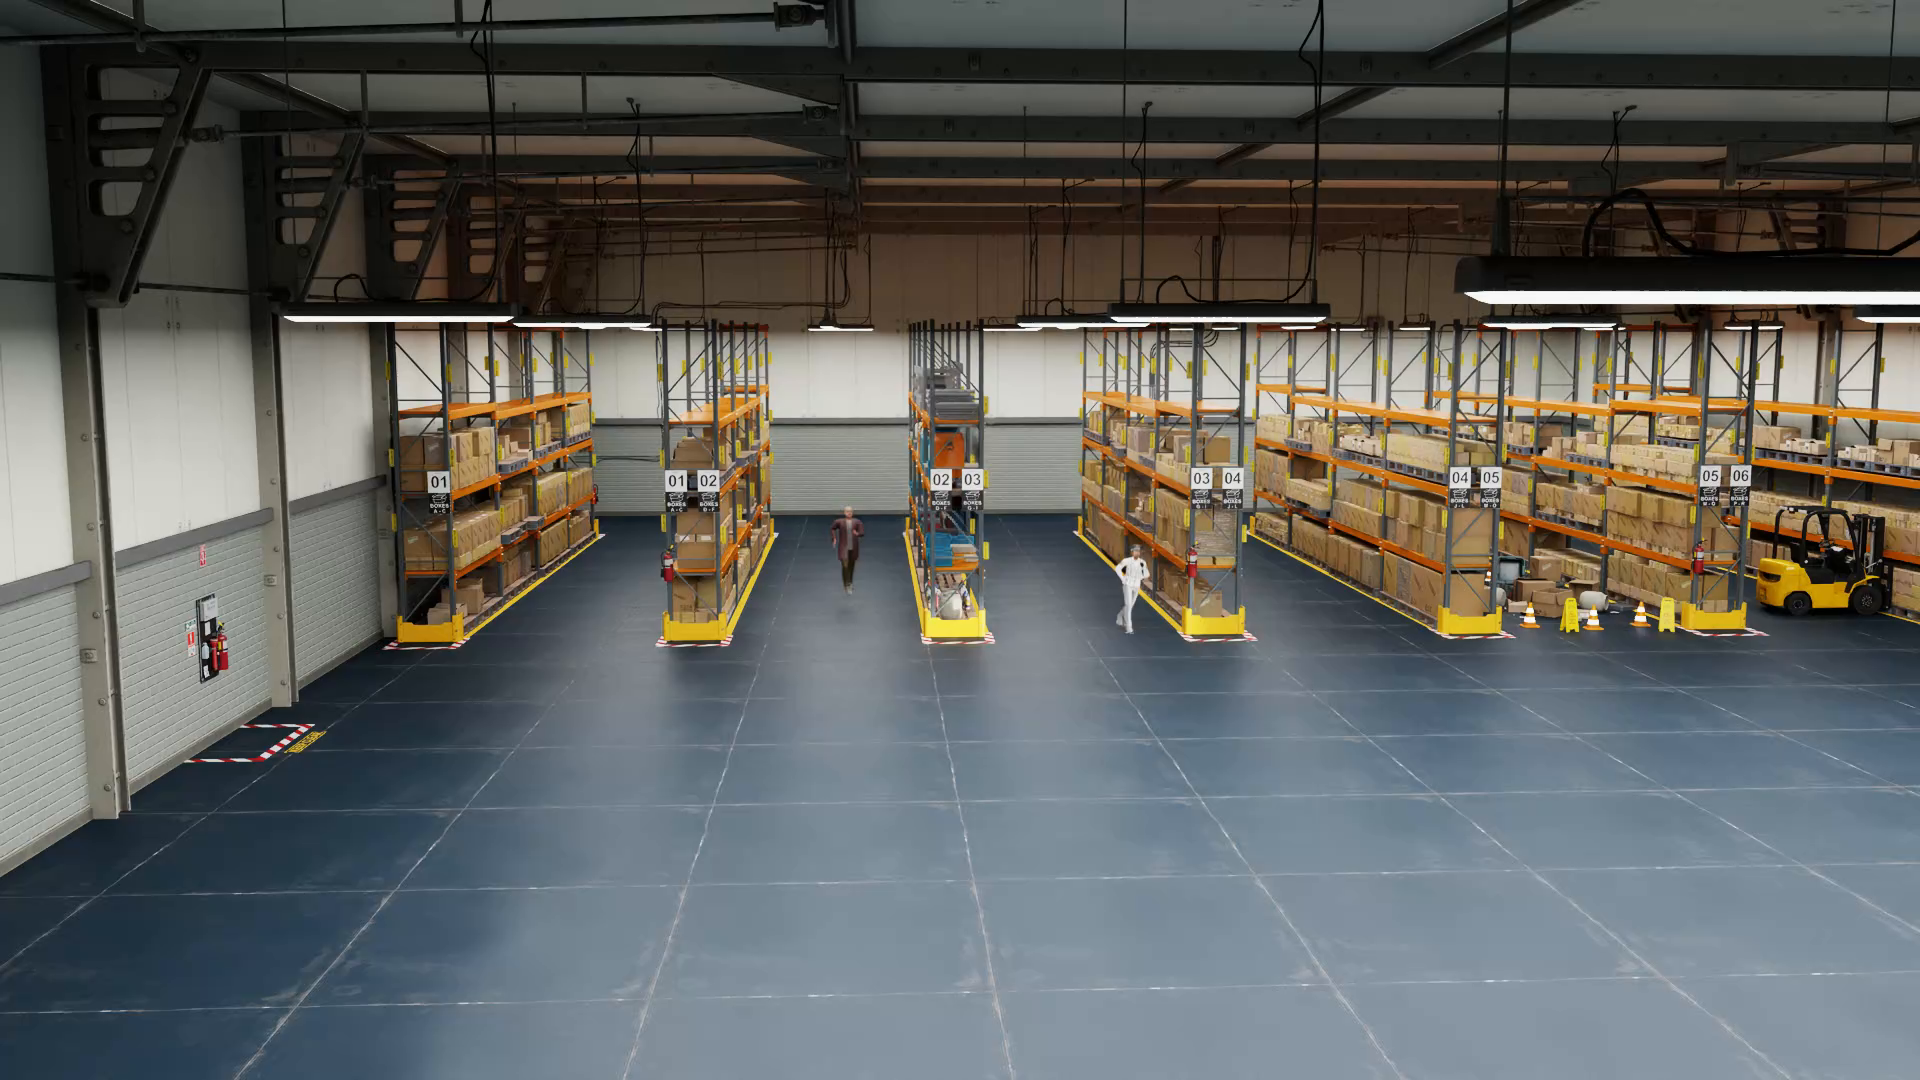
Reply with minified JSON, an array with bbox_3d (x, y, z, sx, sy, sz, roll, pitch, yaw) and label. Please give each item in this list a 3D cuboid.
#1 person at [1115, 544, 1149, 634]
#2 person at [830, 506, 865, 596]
[{"bbox_3d":[3.356,0.916,32.309,0.643,1.710,0.864,-2,7,-15],"label":"person"},{"bbox_3d":[-2.341,0.204,35.019,0.689,1.825,0.919,-2,7,-17],"label":"person"}]
